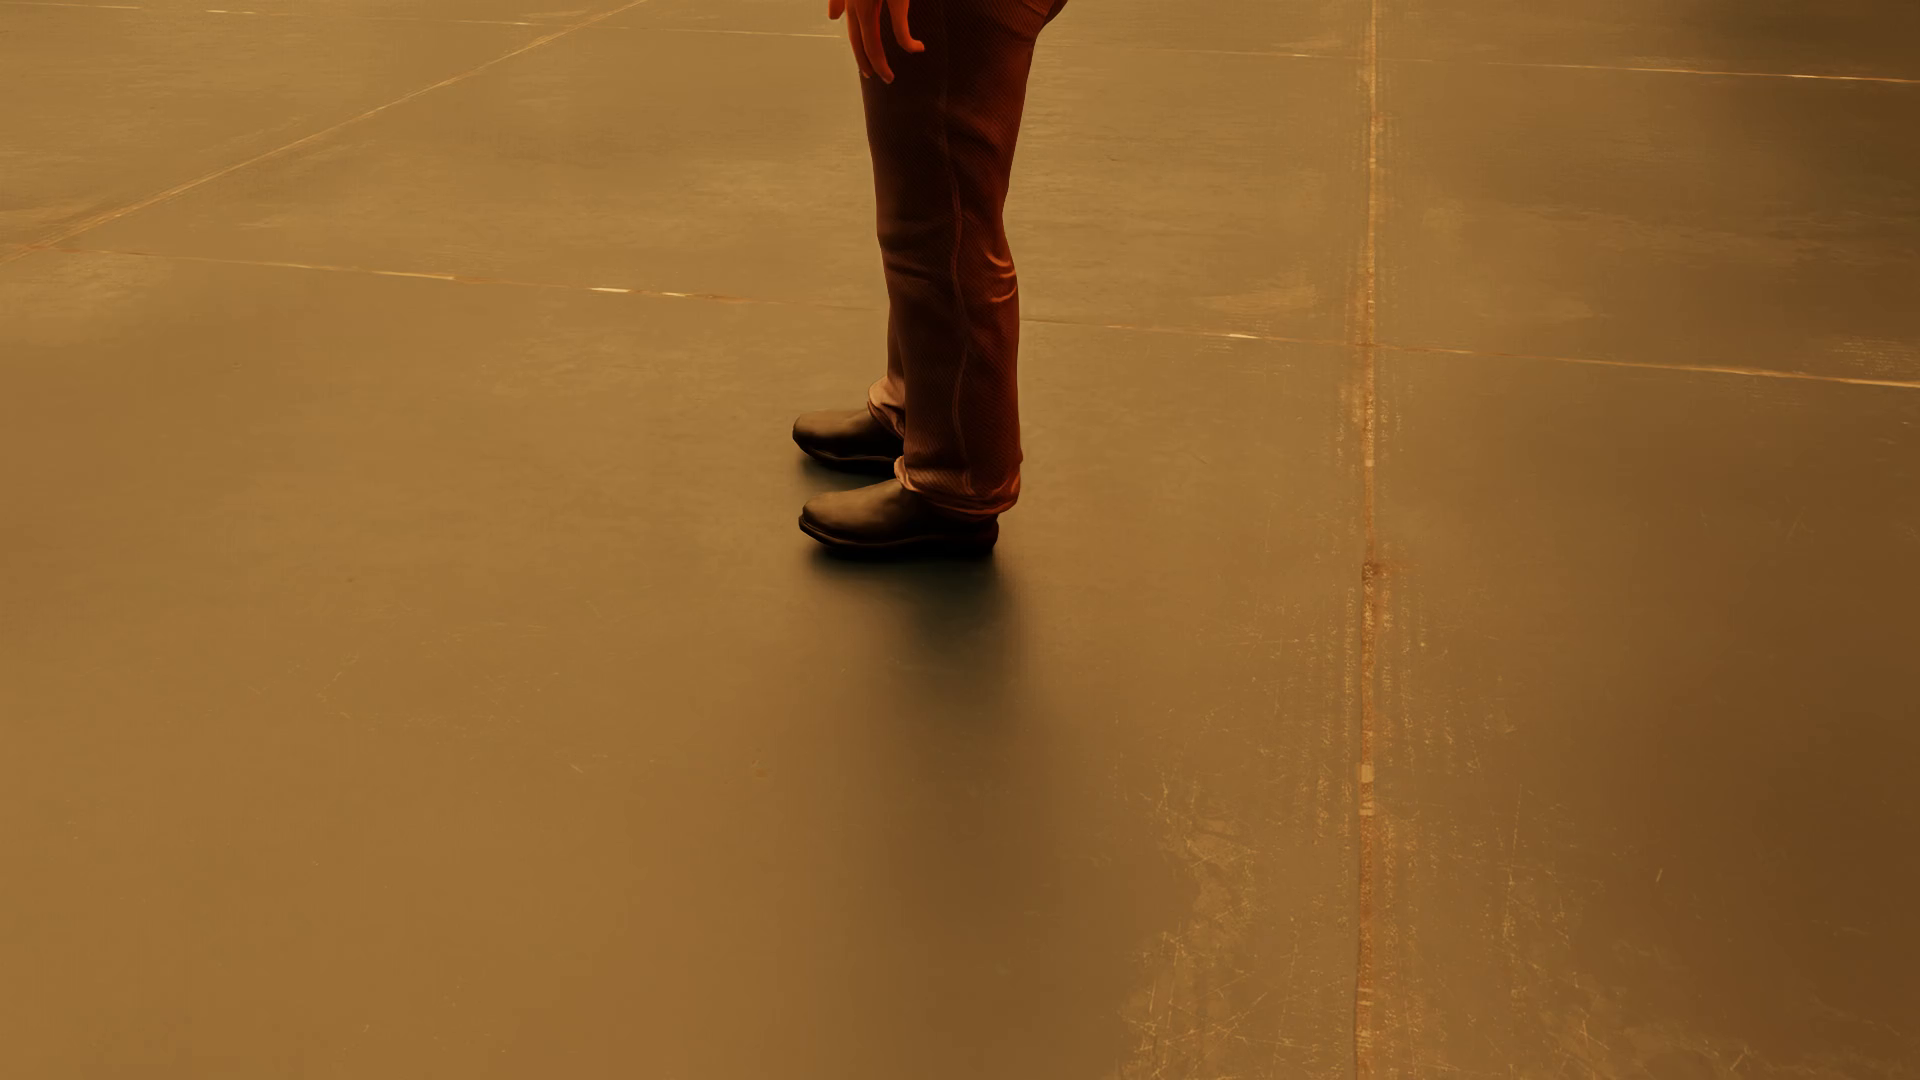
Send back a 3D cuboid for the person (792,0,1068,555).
[{"bbox_3d":[-0.058,-0.785,2.128,0.568,1.720,0.632,6,27,11],"label":"person"}]
